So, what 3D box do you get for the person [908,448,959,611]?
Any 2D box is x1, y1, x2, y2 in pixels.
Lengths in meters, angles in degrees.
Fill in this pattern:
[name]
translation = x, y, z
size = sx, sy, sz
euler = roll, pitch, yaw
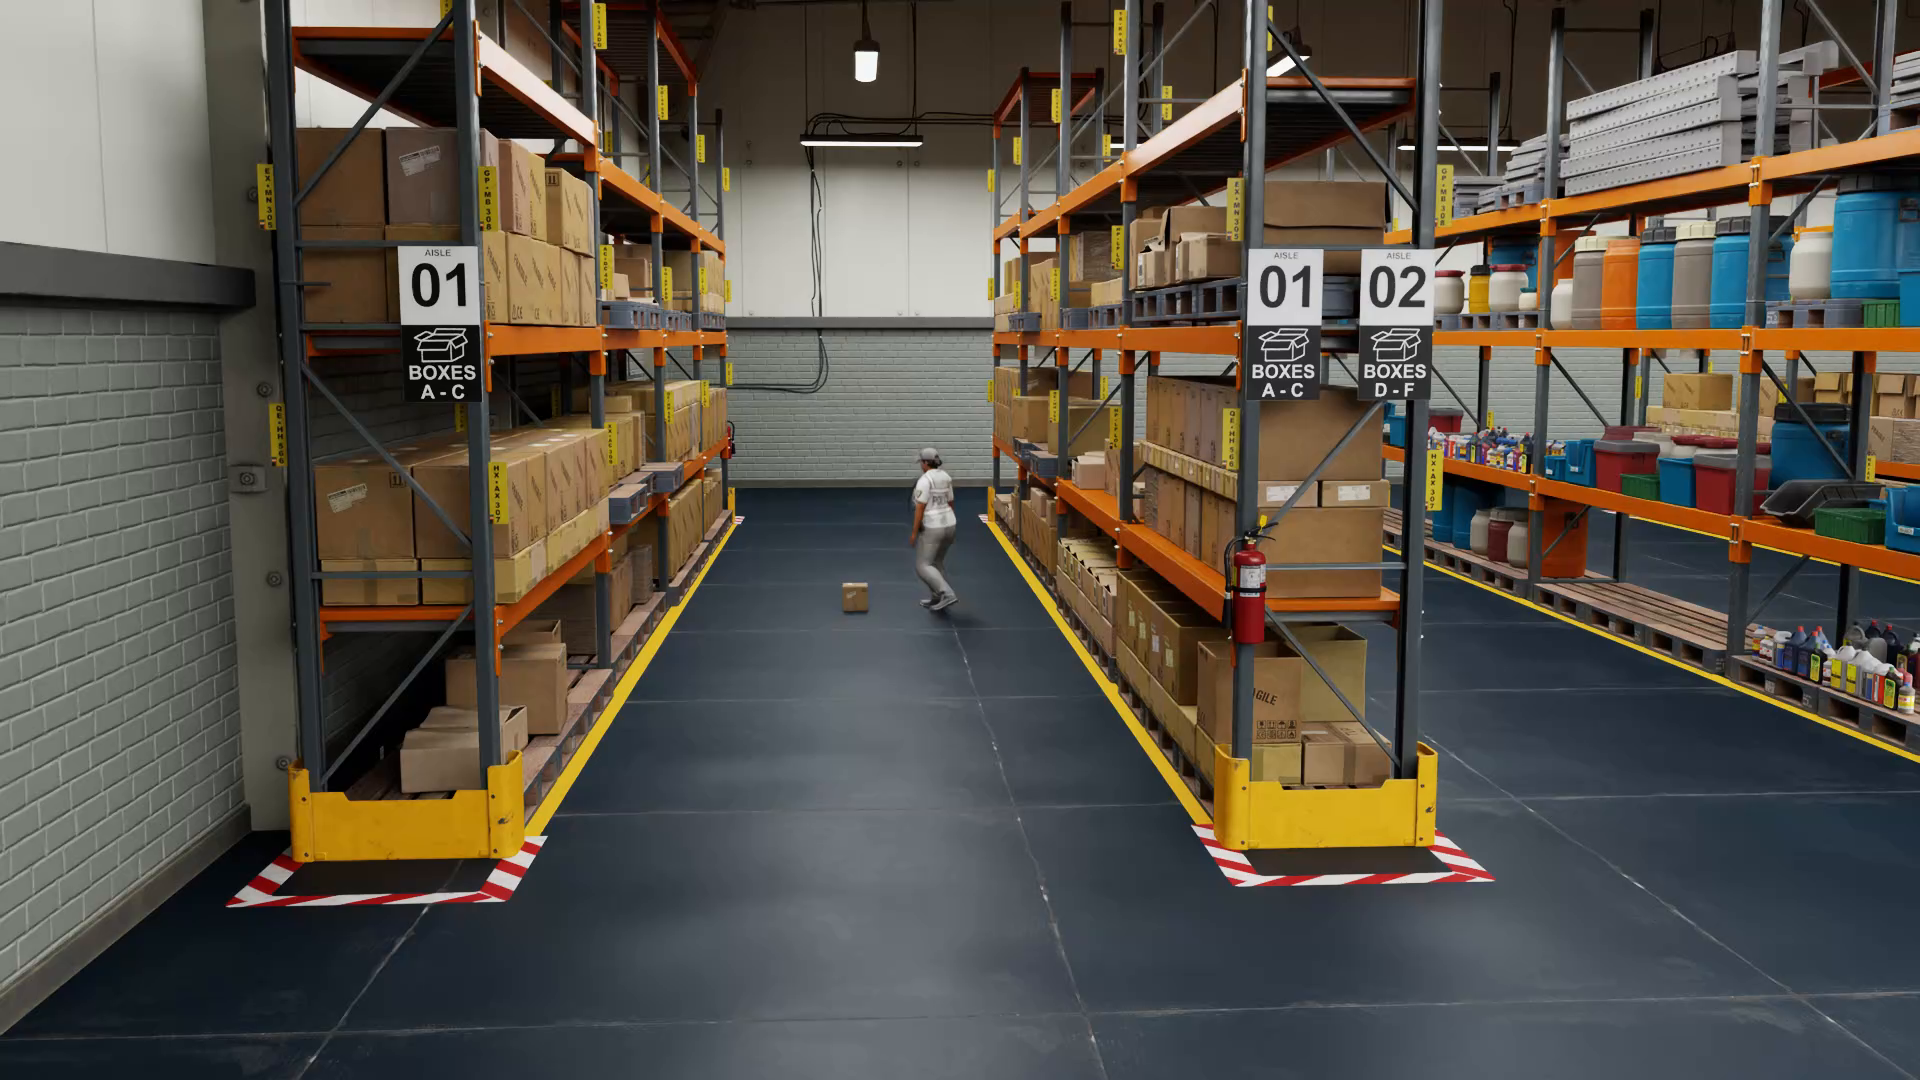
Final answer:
[person]
translation = -0.228, -0.097, 16.554
size = 0.701, 1.638, 0.556
euler = 5, 9, 36
